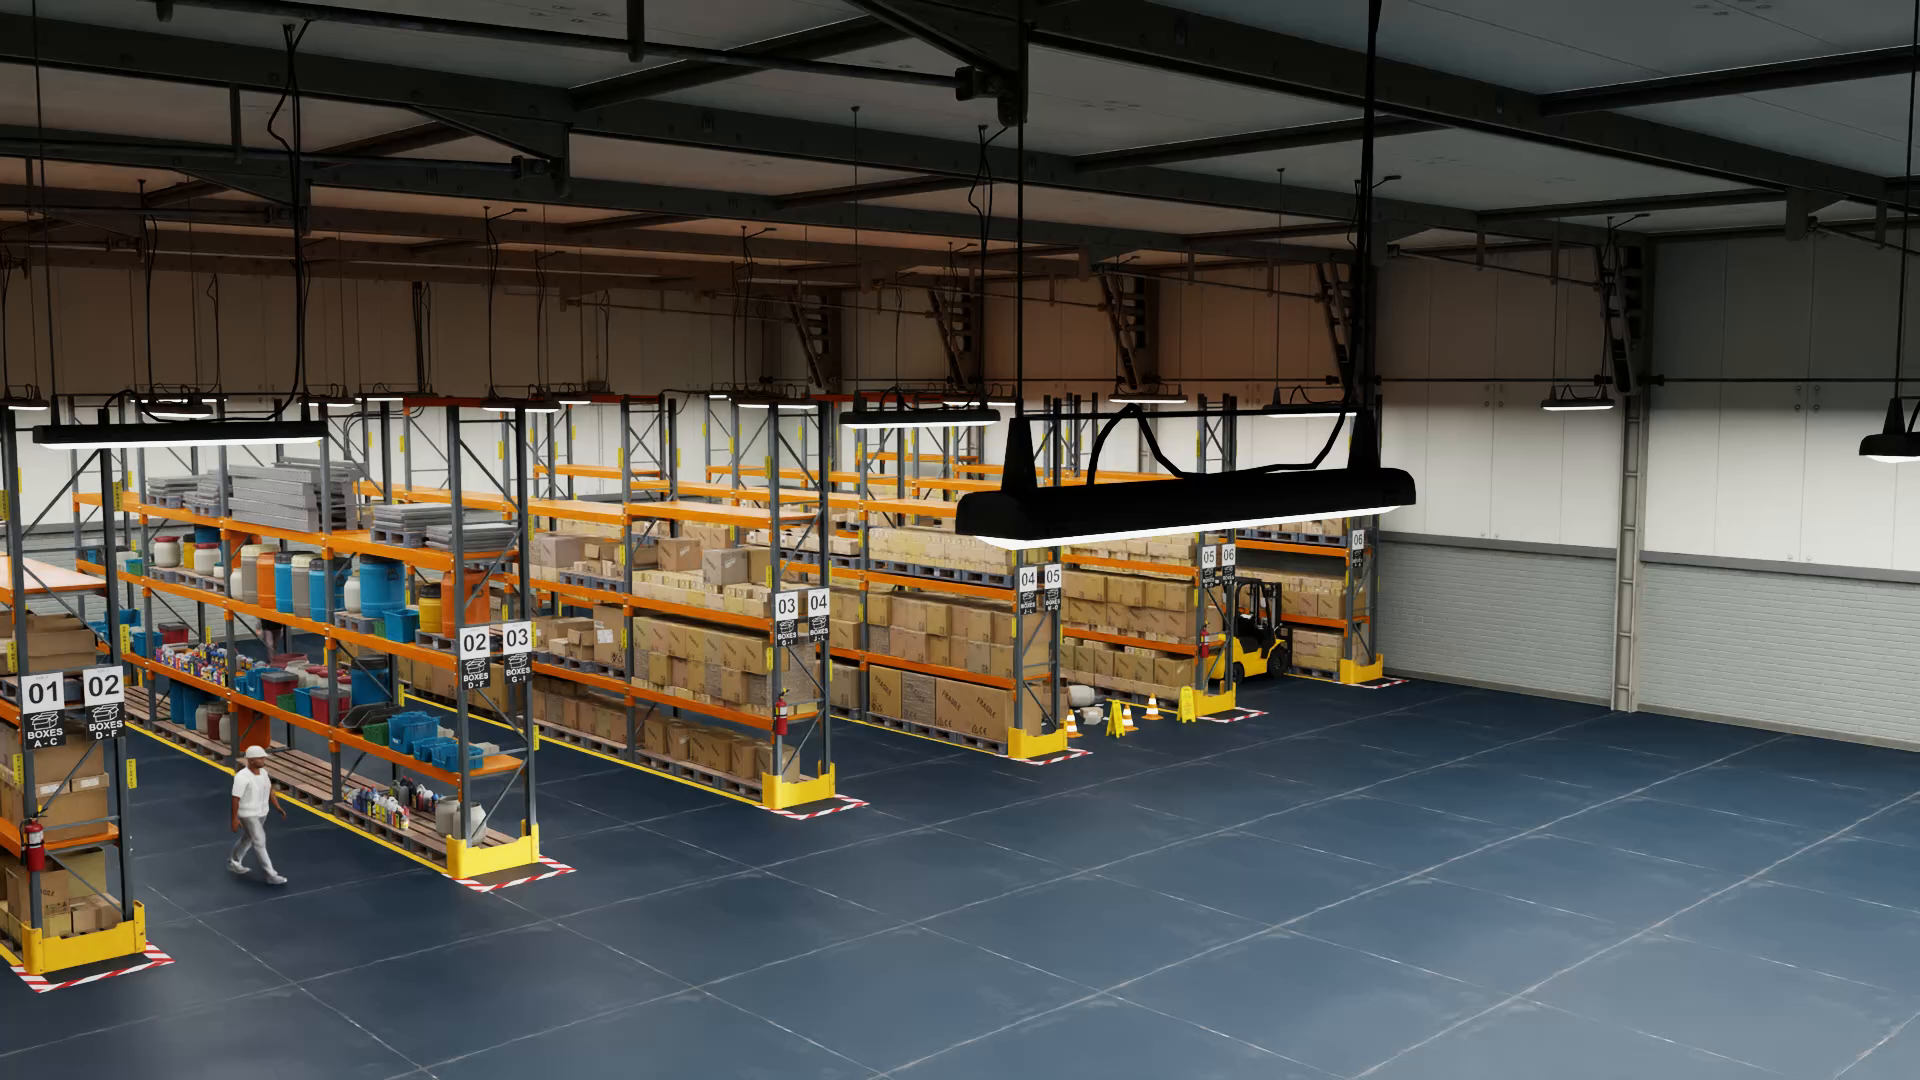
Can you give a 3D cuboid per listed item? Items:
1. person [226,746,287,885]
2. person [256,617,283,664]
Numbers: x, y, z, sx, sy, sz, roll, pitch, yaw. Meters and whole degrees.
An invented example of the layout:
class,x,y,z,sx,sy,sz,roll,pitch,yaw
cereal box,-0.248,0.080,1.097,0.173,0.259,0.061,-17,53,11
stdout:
class,x,y,z,sx,sy,sz,roll,pitch,yaw
person,-8.860,3.434,20.943,1.114,1.696,0.622,2,6,17
person,-15.077,1.966,36.452,0.623,1.664,1.074,-5,7,-39
